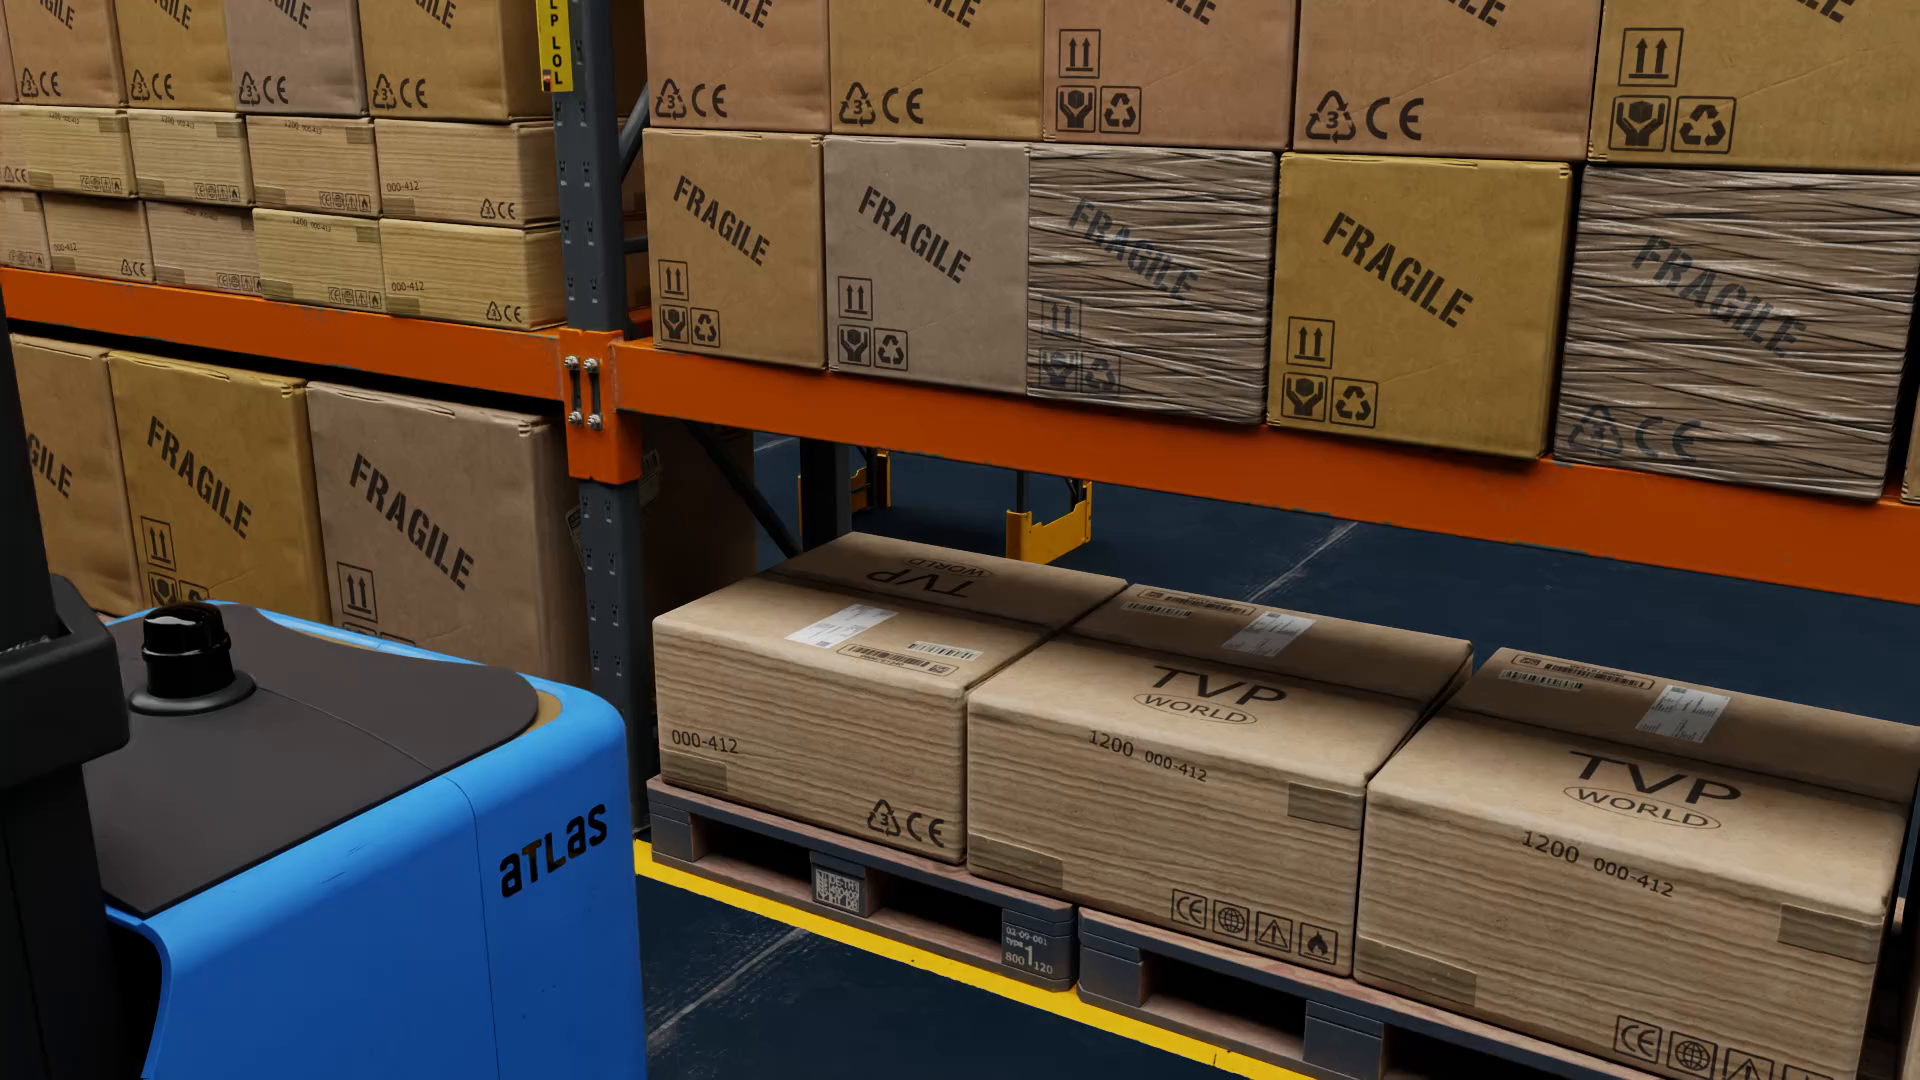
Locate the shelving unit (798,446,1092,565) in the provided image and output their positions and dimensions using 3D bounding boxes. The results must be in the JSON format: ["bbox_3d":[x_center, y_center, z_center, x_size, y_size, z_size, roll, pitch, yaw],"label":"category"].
[{"bbox_3d":[-0.065,-0.729,6.701,1.083,1.500,0.587,10,20,30],"label":"shelving unit"}]

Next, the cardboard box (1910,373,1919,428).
[{"bbox_3d":[1.646,-0.528,3.288,0.500,0.500,0.500,10,20,30],"label":"cardboard box"}]

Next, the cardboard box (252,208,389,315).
[{"bbox_3d":[-1.582,-0.805,4.628,0.500,0.250,0.500,10,19,29],"label":"cardboard box"}]

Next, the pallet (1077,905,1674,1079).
[{"bbox_3d":[1.016,0.862,3.682,1.213,0.211,1.003,10,20,30],"label":"pallet"}]

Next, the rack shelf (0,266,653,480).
[{"bbox_3d":[-2.339,-0.753,5.437,4.000,0.370,1.077,10,20,30],"label":"rack shelf"}]

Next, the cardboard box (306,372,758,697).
[{"bbox_3d":[-1.205,-0.052,4.824,0.875,0.875,0.875,11,20,32],"label":"cardboard box"}]

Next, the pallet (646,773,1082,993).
[{"bbox_3d":[-0.027,0.676,4.292,1.213,0.211,1.003,10,20,30],"label":"pallet"}]

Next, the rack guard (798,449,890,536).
[{"bbox_3d":[-0.489,-0.207,7.132,0.087,0.250,0.587,10,20,30],"label":"rack guard"}]

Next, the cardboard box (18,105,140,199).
[{"bbox_3d":[-2.457,-1.193,5.044,0.500,0.250,0.500,11,20,31],"label":"cardboard box"}]

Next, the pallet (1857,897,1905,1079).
[{"bbox_3d":[2.052,1.047,3.070,1.213,0.211,1.003,10,20,30],"label":"pallet"}]

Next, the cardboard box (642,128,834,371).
[{"bbox_3d":[-0.372,-0.705,3.868,0.500,0.500,0.500,11,20,32],"label":"cardboard box"}]

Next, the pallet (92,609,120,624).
[{"bbox_3d":[-2.375,0.257,5.672,1.213,0.211,1.003,10,20,30],"label":"pallet"}]

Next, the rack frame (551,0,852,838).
[{"bbox_3d":[-0.634,-0.793,4.331,0.127,3.000,1.000,10,20,30],"label":"rack frame"}]

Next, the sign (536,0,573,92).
[{"bbox_3d":[-0.910,-1.173,3.727,0.005,0.325,0.100,10,20,30],"label":"sign"}]

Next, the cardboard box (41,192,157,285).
[{"bbox_3d":[-2.444,-0.964,5.151,0.500,0.250,0.500,10,20,30],"label":"cardboard box"}]

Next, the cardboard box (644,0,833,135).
[{"bbox_3d":[-0.355,-1.187,3.735,0.500,0.500,0.500,10,20,30],"label":"cardboard box"}]

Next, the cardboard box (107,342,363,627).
[{"bbox_3d":[-1.978,-0.187,5.270,0.875,0.875,0.875,11,20,32],"label":"cardboard box"}]

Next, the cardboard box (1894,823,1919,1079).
[{"bbox_3d":[2.159,0.765,2.889,0.875,0.438,0.875,9,19,28],"label":"cardboard box"}]

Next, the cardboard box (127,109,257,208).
[{"bbox_3d":[-2.012,-1.119,4.802,0.500,0.250,0.500,11,20,31],"label":"cardboard box"}]

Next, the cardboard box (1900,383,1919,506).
[{"bbox_3d":[1.805,-0.320,2.603,0.500,0.500,0.500,10,19,29],"label":"cardboard box"}]

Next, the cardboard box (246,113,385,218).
[{"bbox_3d":[-1.567,-1.042,4.547,0.500,0.250,0.500,11,20,31],"label":"cardboard box"}]

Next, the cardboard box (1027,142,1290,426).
[{"bbox_3d":[0.476,-0.550,3.359,0.500,0.500,0.500,10,20,30],"label":"cardboard box"}]

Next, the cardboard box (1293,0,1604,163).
[{"bbox_3d":[0.931,-0.951,2.957,0.500,0.500,0.500,10,20,30],"label":"cardboard box"}]

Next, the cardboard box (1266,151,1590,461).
[{"bbox_3d":[0.915,-0.472,3.101,0.500,0.500,0.500,11,20,32],"label":"cardboard box"}]

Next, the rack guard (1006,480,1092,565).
[{"bbox_3d":[0.359,-0.055,6.634,0.087,0.250,0.587,10,20,30],"label":"rack guard"}]

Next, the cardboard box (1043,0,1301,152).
[{"bbox_3d":[0.502,-1.028,3.212,0.500,0.500,0.500,11,20,31],"label":"cardboard box"}]

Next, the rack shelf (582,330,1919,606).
[{"bbox_3d":[1.070,-0.145,3.434,4.000,0.370,1.077,10,20,30],"label":"rack shelf"}]

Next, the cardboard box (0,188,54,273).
[{"bbox_3d":[-2.867,-1.038,5.396,0.500,0.250,0.500,11,20,32],"label":"cardboard box"}]

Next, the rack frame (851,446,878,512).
[{"bbox_3d":[-0.506,-0.808,6.961,0.032,1.500,0.500,10,20,30],"label":"rack frame"}]

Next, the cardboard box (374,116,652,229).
[{"bbox_3d":[-1.137,-0.967,4.303,0.500,0.250,0.500,10,20,30],"label":"cardboard box"}]

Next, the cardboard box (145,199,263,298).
[{"bbox_3d":[-2.002,-0.886,4.896,0.500,0.250,0.500,10,19,29],"label":"cardboard box"}]

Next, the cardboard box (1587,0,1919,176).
[{"bbox_3d":[1.358,-0.874,2.704,0.500,0.500,0.500,10,20,30],"label":"cardboard box"}]

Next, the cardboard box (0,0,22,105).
[{"bbox_3d":[-2.890,-1.637,5.216,0.500,0.500,0.500,11,20,32],"label":"cardboard box"}]

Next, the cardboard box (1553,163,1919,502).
[{"bbox_3d":[1.361,-0.396,2.853,0.500,0.500,0.500,11,20,32],"label":"cardboard box"}]

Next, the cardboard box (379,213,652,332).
[{"bbox_3d":[-1.149,-0.727,4.372,0.500,0.250,0.500,10,19,29],"label":"cardboard box"}]

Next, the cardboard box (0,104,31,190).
[{"bbox_3d":[-2.882,-1.273,5.309,0.500,0.250,0.500,10,20,30],"label":"cardboard box"}]

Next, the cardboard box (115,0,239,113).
[{"bbox_3d":[-2.013,-1.484,4.713,0.500,0.500,0.500,11,20,32],"label":"cardboard box"}]

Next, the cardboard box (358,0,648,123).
[{"bbox_3d":[-1.146,-1.325,4.190,0.500,0.500,0.500,11,20,32],"label":"cardboard box"}]

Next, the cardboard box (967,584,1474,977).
[{"bbox_3d":[0.608,0.490,3.793,0.875,0.438,0.875,9,19,28],"label":"cardboard box"}]

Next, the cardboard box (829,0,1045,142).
[{"bbox_3d":[0.072,-1.109,3.477,0.500,0.500,0.500,10,19,29],"label":"cardboard box"}]

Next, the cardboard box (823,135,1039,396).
[{"bbox_3d":[0.055,-0.627,3.613,0.500,0.500,0.500,10,20,30],"label":"cardboard box"}]

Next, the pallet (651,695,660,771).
[{"bbox_3d":[-1.331,0.442,5.061,1.213,0.211,1.003,10,20,30],"label":"pallet"}]

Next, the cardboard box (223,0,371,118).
[{"bbox_3d":[-1.591,-1.402,4.443,0.500,0.500,0.500,11,20,31],"label":"cardboard box"}]

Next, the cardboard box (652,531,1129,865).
[{"bbox_3d":[-0.156,0.354,4.241,0.875,0.438,0.875,10,19,29],"label":"cardboard box"}]

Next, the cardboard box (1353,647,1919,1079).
[{"bbox_3d":[1.375,0.628,3.340,0.875,0.438,0.875,11,20,32],"label":"cardboard box"}]

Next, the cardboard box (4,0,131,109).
[{"bbox_3d":[-2.462,-1.559,4.960,0.500,0.500,0.500,10,20,31],"label":"cardboard box"}]

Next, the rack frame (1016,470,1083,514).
[{"bbox_3d":[0.360,-0.653,6.451,0.032,1.500,0.500,10,20,30],"label":"rack frame"}]

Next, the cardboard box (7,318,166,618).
[{"bbox_3d":[-2.740,-0.323,5.718,0.875,0.875,0.875,10,20,31],"label":"cardboard box"}]
